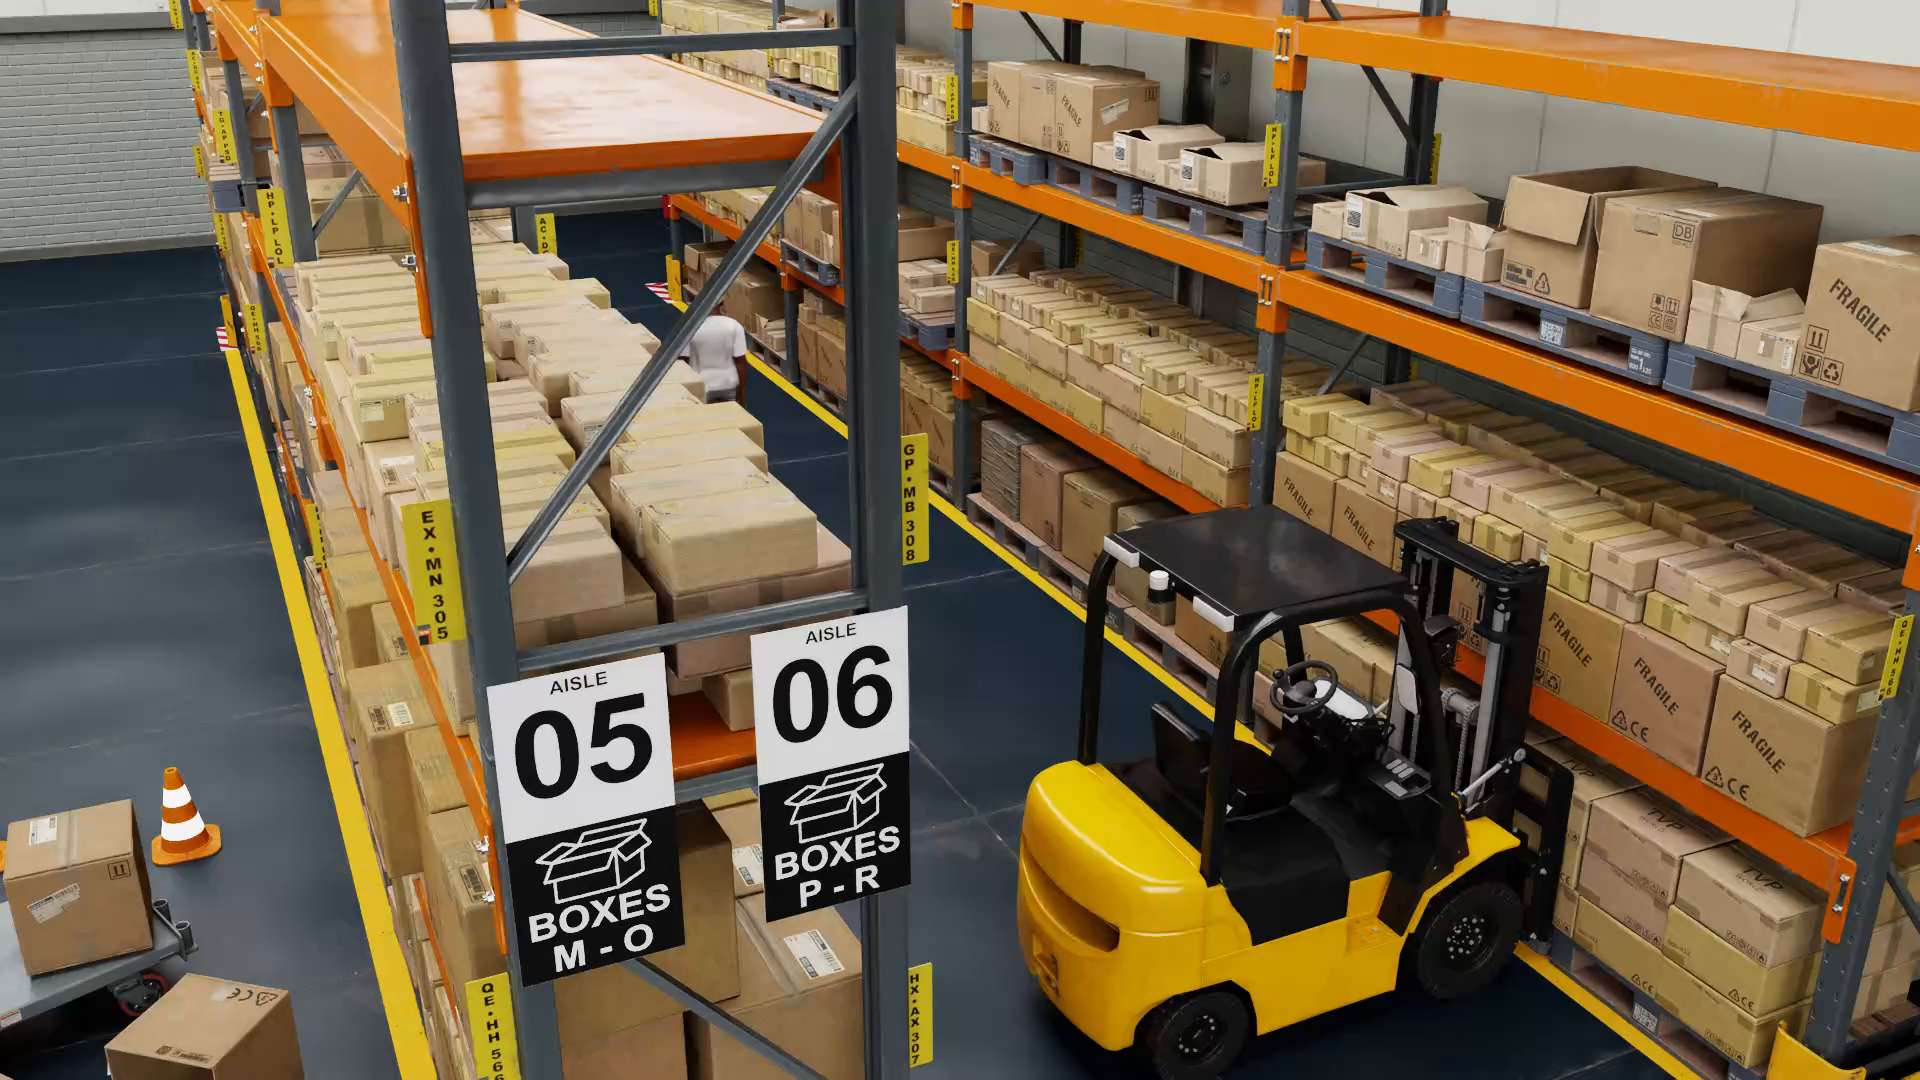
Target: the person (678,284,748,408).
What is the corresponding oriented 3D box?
[{"bbox_3d":[-2.024,-1.267,13.675,0.566,1.743,0.808,-4,22,-9],"label":"person"}]
